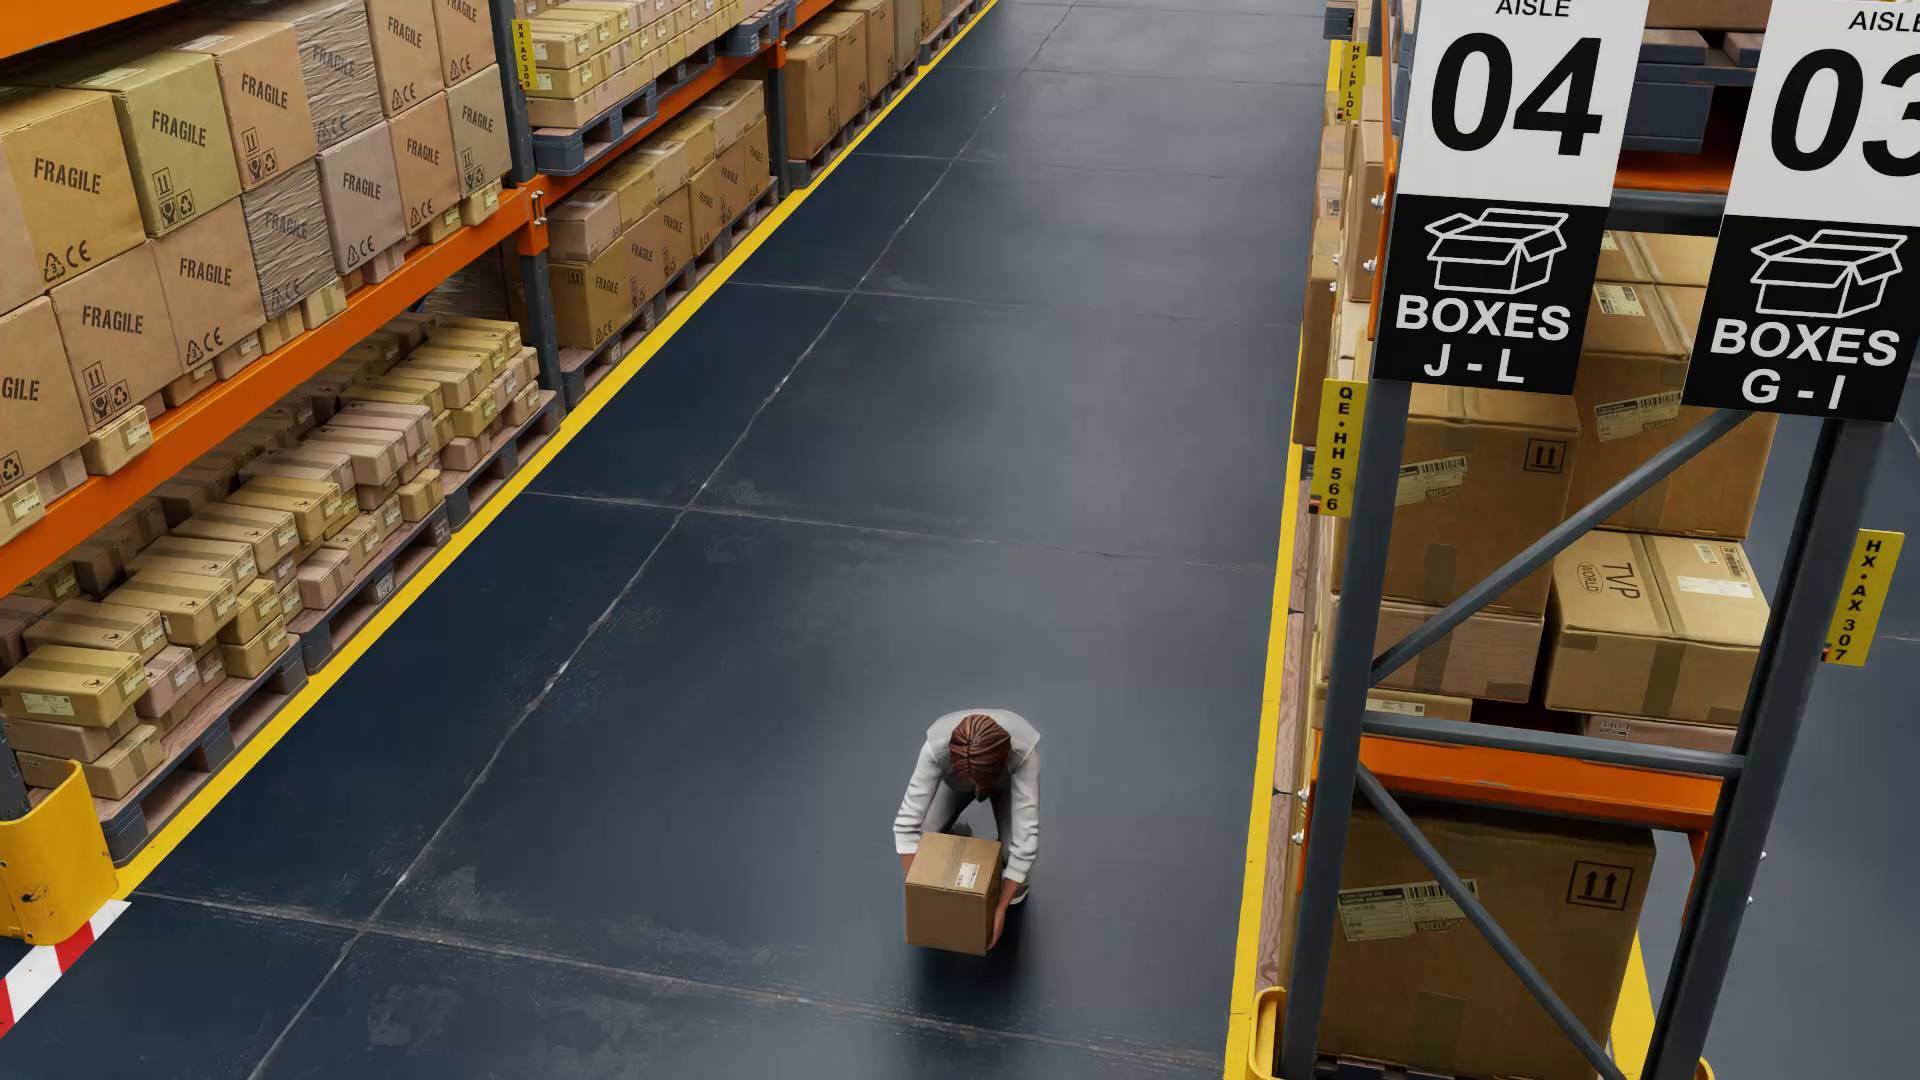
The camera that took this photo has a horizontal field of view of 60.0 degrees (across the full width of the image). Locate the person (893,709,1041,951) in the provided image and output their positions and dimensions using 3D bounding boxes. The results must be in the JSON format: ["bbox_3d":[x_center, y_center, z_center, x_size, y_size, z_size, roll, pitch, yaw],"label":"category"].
[{"bbox_3d":[0.056,0.839,5.381,0.463,0.877,0.804,6,30,11],"label":"person"}]
